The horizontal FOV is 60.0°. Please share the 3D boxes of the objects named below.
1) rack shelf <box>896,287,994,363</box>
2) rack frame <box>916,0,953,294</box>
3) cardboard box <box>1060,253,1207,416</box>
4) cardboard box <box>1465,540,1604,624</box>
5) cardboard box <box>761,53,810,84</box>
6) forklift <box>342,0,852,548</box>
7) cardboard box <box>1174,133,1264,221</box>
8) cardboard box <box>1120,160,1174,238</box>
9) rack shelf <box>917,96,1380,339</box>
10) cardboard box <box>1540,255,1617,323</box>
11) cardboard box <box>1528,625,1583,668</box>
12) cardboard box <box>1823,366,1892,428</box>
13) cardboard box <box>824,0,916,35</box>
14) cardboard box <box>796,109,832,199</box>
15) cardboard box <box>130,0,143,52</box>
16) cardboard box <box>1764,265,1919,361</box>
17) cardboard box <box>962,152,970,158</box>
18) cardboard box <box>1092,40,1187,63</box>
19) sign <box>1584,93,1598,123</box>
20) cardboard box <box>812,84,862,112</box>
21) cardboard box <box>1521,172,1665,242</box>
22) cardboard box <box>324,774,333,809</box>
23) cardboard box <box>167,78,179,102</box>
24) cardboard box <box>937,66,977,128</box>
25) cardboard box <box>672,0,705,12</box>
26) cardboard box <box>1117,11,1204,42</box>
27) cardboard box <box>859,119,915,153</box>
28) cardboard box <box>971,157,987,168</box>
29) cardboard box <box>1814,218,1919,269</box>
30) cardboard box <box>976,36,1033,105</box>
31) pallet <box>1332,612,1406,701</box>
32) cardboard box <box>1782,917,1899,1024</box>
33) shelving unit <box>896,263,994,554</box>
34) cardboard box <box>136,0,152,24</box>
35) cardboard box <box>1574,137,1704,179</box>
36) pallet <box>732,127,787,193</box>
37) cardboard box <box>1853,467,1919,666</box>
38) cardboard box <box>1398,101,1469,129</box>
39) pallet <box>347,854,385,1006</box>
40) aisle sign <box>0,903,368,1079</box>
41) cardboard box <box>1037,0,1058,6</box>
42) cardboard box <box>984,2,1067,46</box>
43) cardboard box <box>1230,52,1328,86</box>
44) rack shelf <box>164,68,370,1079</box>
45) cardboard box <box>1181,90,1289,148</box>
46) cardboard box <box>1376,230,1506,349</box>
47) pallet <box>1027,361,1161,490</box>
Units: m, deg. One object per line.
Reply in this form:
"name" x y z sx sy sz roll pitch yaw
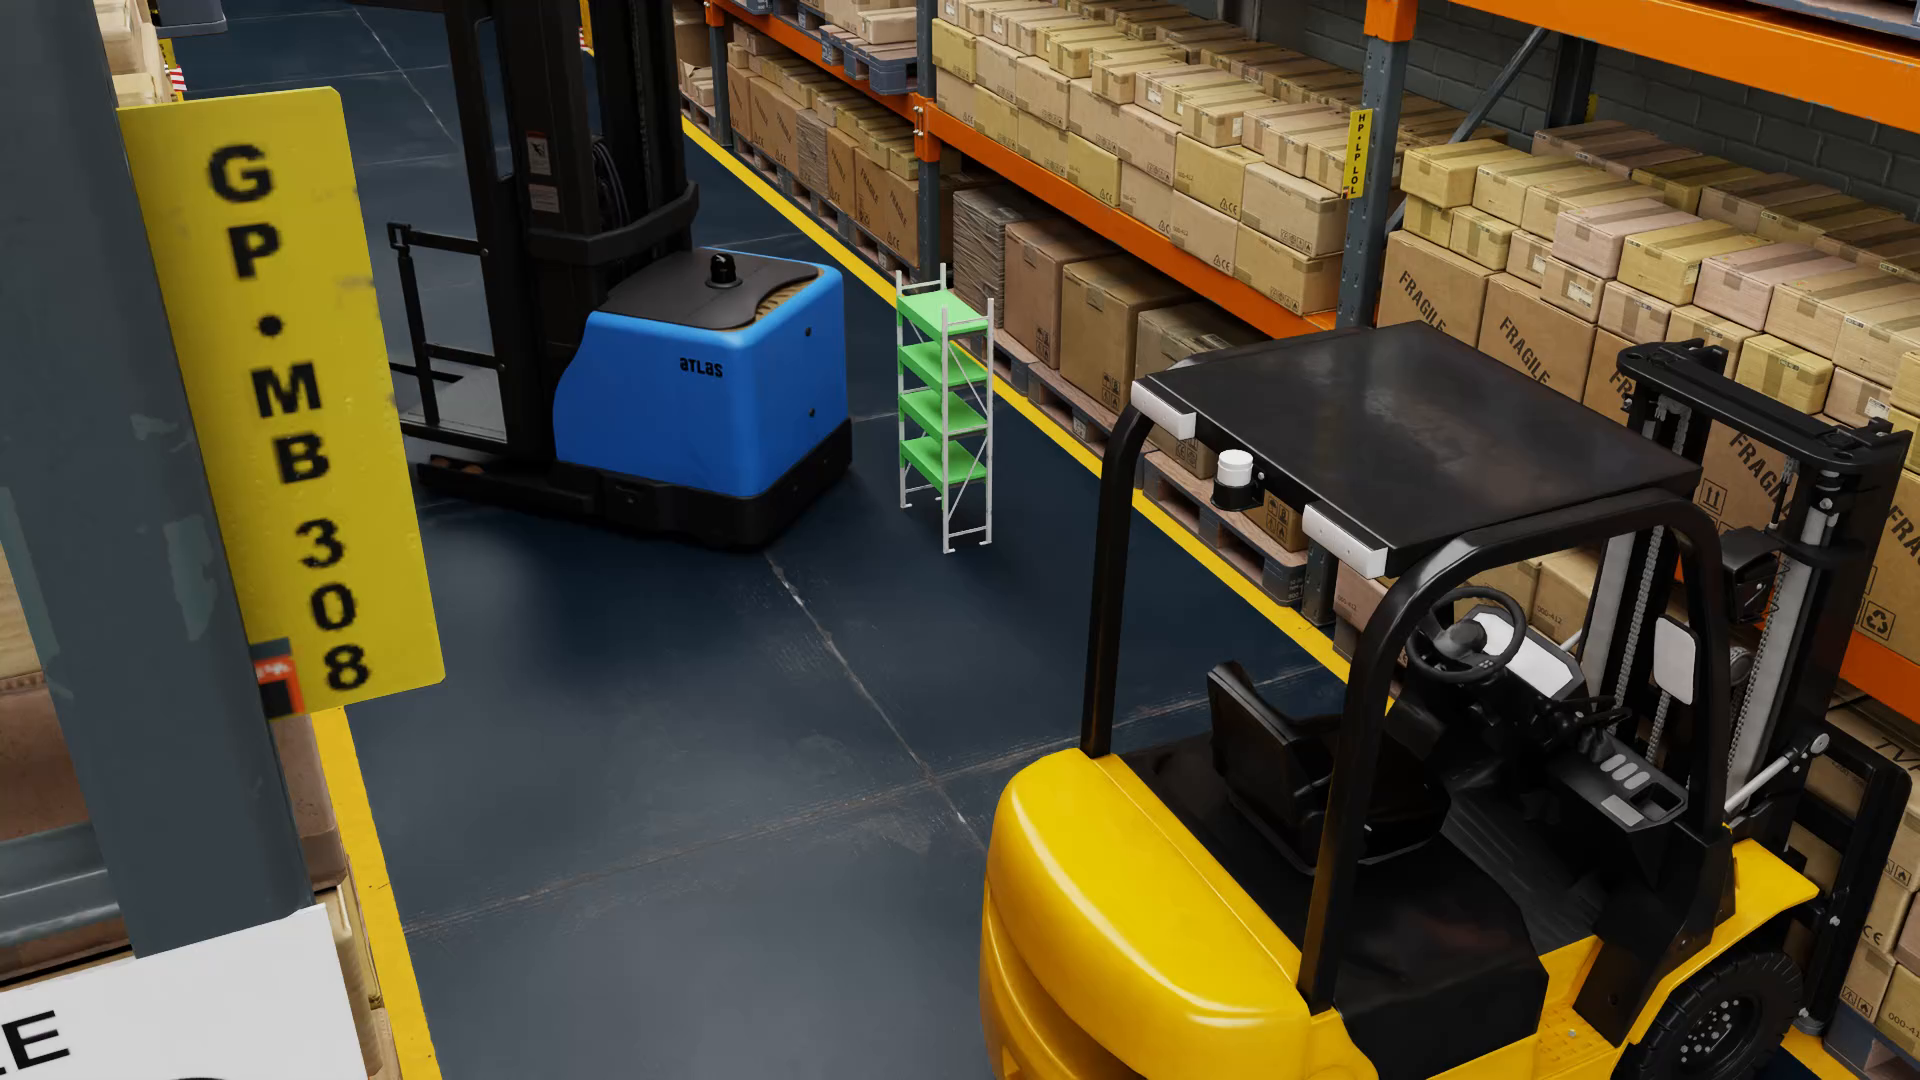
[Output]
"rack shelf" -0.071 -0.959 7.383 0.258 0.148 0.480 -13 32 -22
"rack frame" 0.228 -2.829 9.728 1.000 3.000 0.127 -13 32 -22
"cardboard box" 1.060 -1.114 8.668 0.875 0.625 0.625 -14 32 -24
"cardboard box" 2.080 0.026 5.997 0.500 0.250 0.500 -13 32 -22
"cardboard box" -1.266 -3.540 12.460 0.380 0.149 0.250 -15 33 -25
"forklift" -2.104 -1.700 7.785 3.031 2.935 1.130 12 31 20
"cardboard box" 1.276 -1.604 7.185 0.500 0.250 0.500 -14 32 -23
"cardboard box" 1.086 -1.611 7.709 0.500 0.250 0.500 -13 32 -22
"rack shelf" 1.086 -1.632 8.329 1.077 0.370 4.000 -13 32 -22
"cardboard box" 2.133 -0.845 5.424 0.380 0.149 0.250 -12 32 -21
"cardboard box" 2.297 0.461 5.732 0.500 0.250 0.500 -13 32 -22
"cardboard box" 2.662 -0.407 4.643 0.380 0.149 0.250 -13 32 -22
"cardboard box" -0.517 -3.345 10.372 0.500 0.250 0.500 -15 32 -24
"cardboard box" -0.820 -2.743 11.701 0.500 0.500 0.500 -14 32 -24
"cardboard box" -1.451 -0.806 2.495 0.380 0.149 0.250 -13 32 -21
"cardboard box" 2.562 -0.656 4.784 0.380 0.149 0.250 -13 32 -22
"cardboard box" 0.107 -2.388 11.068 0.500 0.500 0.500 -13 32 -22
"cardboard box" 0.861 -2.290 8.002 0.380 0.149 0.250 -13 32 -22
"sign" 2.446 -1.591 6.555 0.100 0.325 0.005 -13 32 -22
"cardboard box" -0.816 -3.081 11.640 0.380 0.149 0.250 -13 32 -22
"cardboard box" 2.125 -1.108 5.589 0.380 0.149 0.250 -14 32 -23
"cardboard box" -2.040 0.876 4.736 0.500 0.500 0.500 -14 32 -23
"cardboard box" -3.358 -1.550 6.612 0.500 0.500 0.500 -15 33 -25
"cardboard box" 0.198 -2.516 9.324 0.500 0.250 0.500 -13 32 -22
"cardboard box" -2.561 -4.525 14.880 0.500 0.500 0.500 -12 32 -21
"cardboard box" 1.030 -2.609 8.571 0.380 0.149 0.250 -13 32 -22
"cardboard box" -0.431 -2.609 10.800 0.380 0.149 0.250 -14 32 -24
"cardboard box" 0.285 -2.501 10.606 0.380 0.149 0.250 -11 31 -19
"cardboard box" 2.876 -0.868 5.162 0.380 0.149 0.250 -13 32 -23
"cardboard box" 0.412 -2.513 8.807 0.500 0.250 0.500 -12 31 -20
"pallet" 2.249 0.514 6.617 1.003 0.211 1.213 -13 32 -22
"cardboard box" 2.764 1.135 5.040 0.500 0.250 0.500 -13 32 -21
"shelving unit" -0.071 -0.596 7.587 0.258 1.200 0.503 -13 32 -22
"cardboard box" -1.886 -1.029 3.301 0.500 0.250 0.500 -14 32 -23
"cardboard box" 2.425 -1.321 5.970 0.380 0.149 0.250 -14 32 -23
"pallet" -1.106 -3.028 12.935 1.003 0.211 1.213 -13 32 -22
"cardboard box" 2.779 0.042 4.507 0.500 0.500 0.500 -14 32 -23
"cardboard box" 1.920 -1.718 6.982 0.380 0.149 0.250 -14 32 -24
"pallet" -2.216 1.487 4.882 1.003 0.211 1.213 -13 32 -22
"aisle sign" -0.513 0.577 0.996 0.394 0.787 0.004 -13 32 -22
"cardboard box" 0.550 -3.054 9.365 0.380 0.149 0.250 -12 31 -20
"cardboard box" 0.348 -2.727 8.781 0.380 0.149 0.250 -12 32 -21
"cardboard box" 1.488 -2.163 7.775 0.380 0.149 0.250 -13 32 -22
"rack shelf" -1.678 -0.129 2.582 1.077 0.370 4.000 -13 32 -22
"cardboard box" 1.181 -1.811 7.146 0.380 0.149 0.250 -14 32 -24
"cardboard box" 1.900 -0.855 6.105 0.500 0.500 0.500 -14 32 -23
"pallet" 1.066 -0.703 8.787 1.003 0.211 1.213 -13 32 -22
